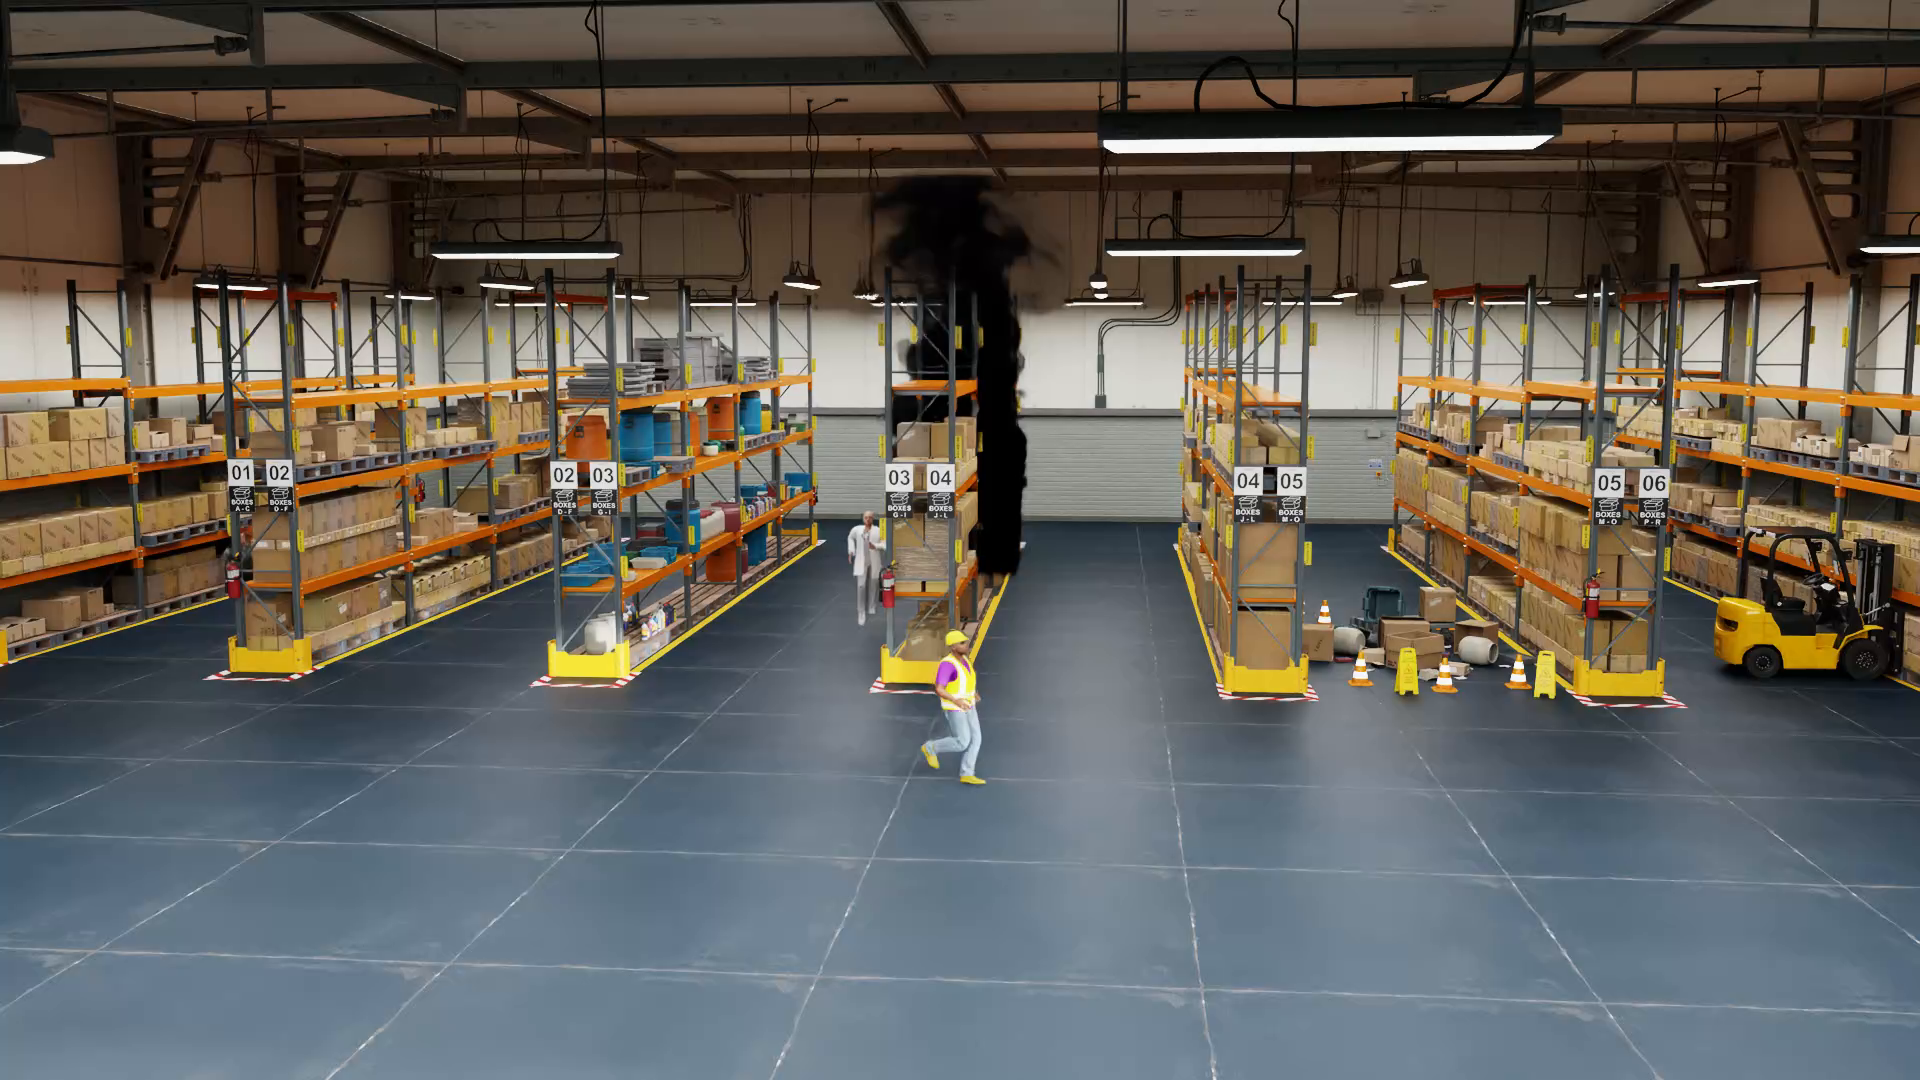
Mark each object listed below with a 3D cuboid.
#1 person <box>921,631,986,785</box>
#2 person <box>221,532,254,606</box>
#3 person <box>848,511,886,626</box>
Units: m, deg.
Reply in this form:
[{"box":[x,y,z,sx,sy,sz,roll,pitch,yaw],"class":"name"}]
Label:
[{"box":[-0.048,1.879,18.753,0.758,1.738,0.699,3,8,26],"class":"person"},{"box":[-12.144,0.749,28.101,0.637,1.772,0.709,-1,7,-6],"class":"person"},{"box":[-1.551,0.476,27.975,0.675,1.869,0.801,0,7,-2],"class":"person"}]
